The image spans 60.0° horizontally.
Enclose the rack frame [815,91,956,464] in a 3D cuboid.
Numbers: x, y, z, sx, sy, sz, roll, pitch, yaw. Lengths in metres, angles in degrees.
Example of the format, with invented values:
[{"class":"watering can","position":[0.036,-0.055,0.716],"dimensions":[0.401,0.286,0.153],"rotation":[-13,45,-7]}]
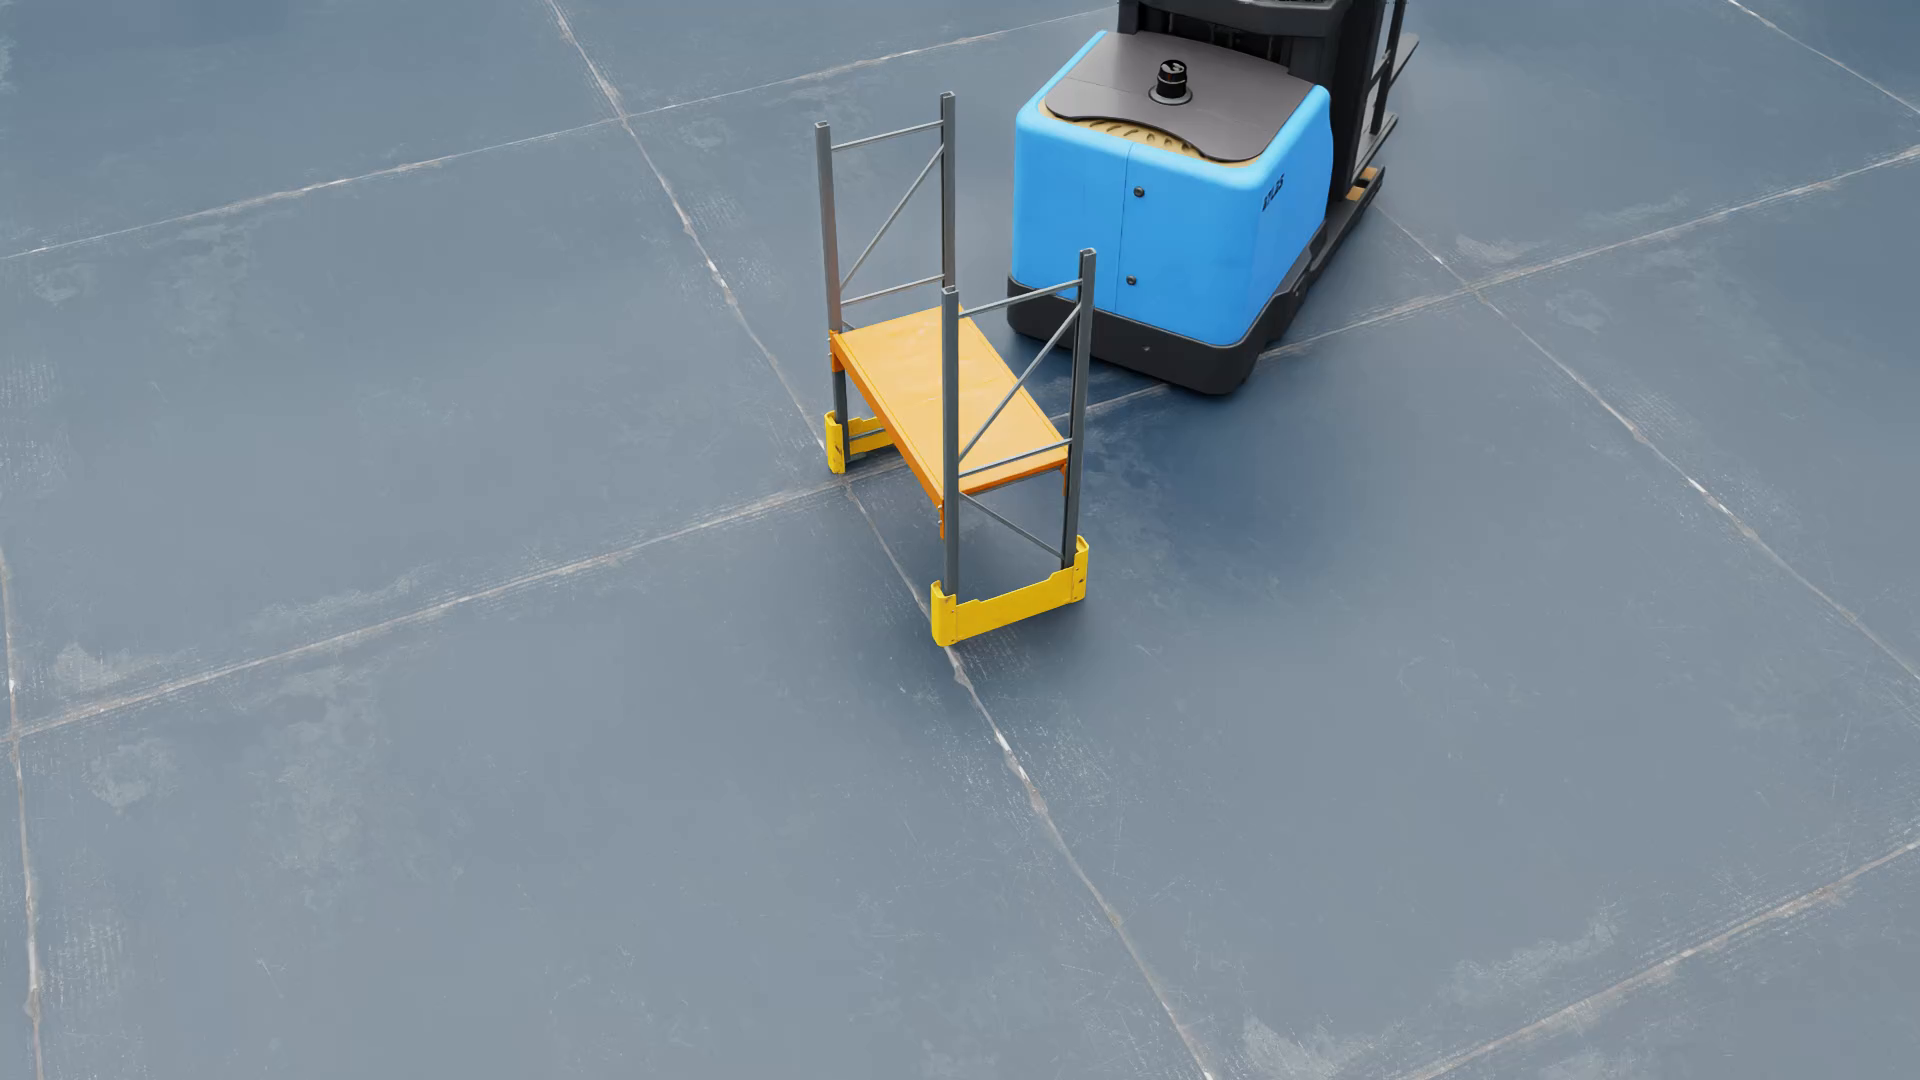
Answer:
[{"class":"rack frame","position":[-0.250,-0.912,6.107],"dimensions":[0.500,1.500,0.032],"rotation":[-18,47,-17]}]

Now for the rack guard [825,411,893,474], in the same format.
[{"class":"rack guard","position":[-0.241,-0.455,6.533],"dimensions":[0.587,0.250,0.087],"rotation":[-18,47,-17]}]

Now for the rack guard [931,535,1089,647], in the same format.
[{"class":"rack guard","position":[0.177,0.180,5.890],"dimensions":[0.587,0.250,0.087],"rotation":[-18,47,-17]}]

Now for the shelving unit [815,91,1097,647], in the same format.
[{"class":"shelving unit","position":[-0.032,-0.582,5.772],"dimensions":[0.587,1.500,1.083],"rotation":[-18,47,-17]}]

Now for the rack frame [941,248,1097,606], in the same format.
[{"class":"rack frame","position":[0.178,-0.264,5.450],"dimensions":[0.500,1.500,0.032],"rotation":[-18,47,-17]}]

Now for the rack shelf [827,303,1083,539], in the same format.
[{"class":"rack shelf","position":[-0.036,-0.460,5.905],"dimensions":[0.538,0.185,1.000],"rotation":[-18,47,-17]}]

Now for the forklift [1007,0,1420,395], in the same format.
[{"class":"forklift","position":[1.347,-2.664,6.863],"dimensions":[1.130,2.935,3.031],"rotation":[21,48,20]}]
